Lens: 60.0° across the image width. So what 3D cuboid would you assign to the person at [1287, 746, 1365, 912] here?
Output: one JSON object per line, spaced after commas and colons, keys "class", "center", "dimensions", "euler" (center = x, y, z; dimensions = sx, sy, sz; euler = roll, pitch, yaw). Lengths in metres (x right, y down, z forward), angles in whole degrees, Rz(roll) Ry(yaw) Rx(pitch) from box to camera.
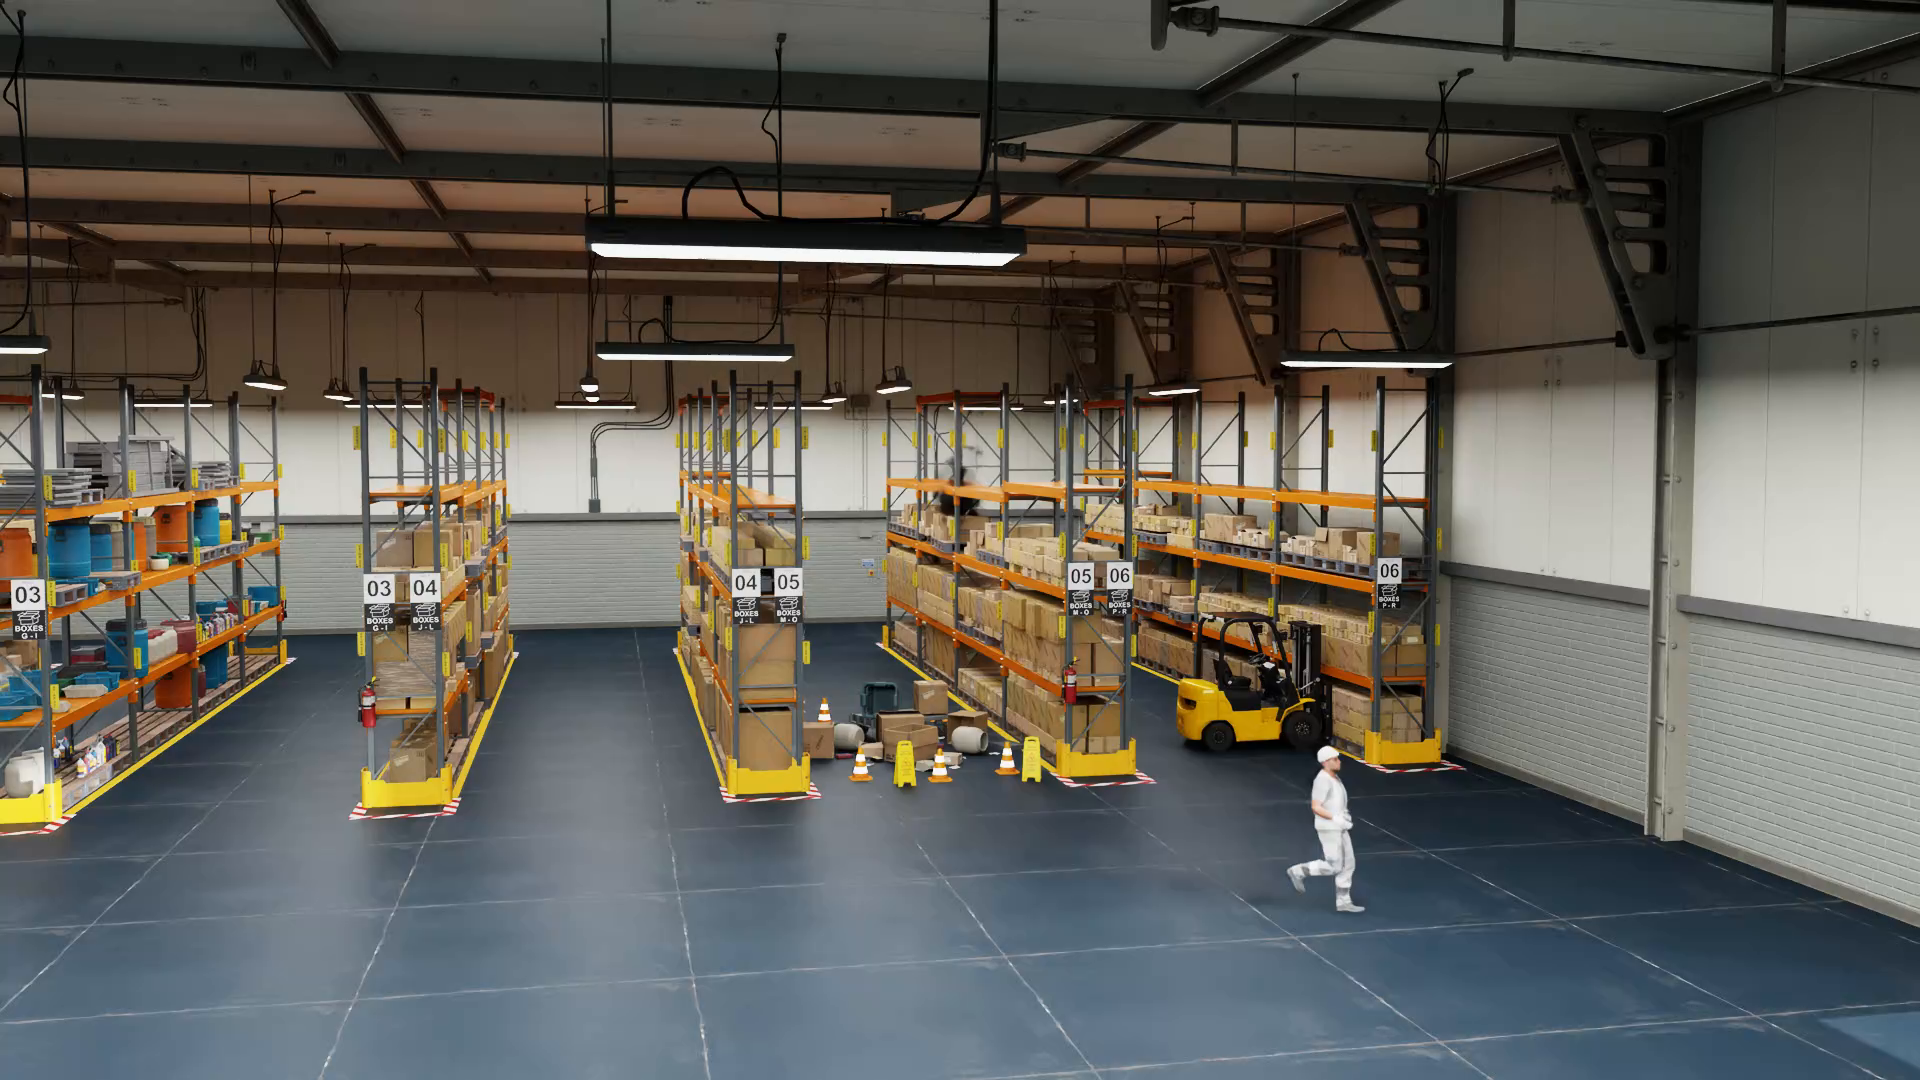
{"class": "person", "center": [3.926, 3.071, 17.728], "dimensions": [0.832, 1.762, 0.655], "euler": [2, 4, 28]}
